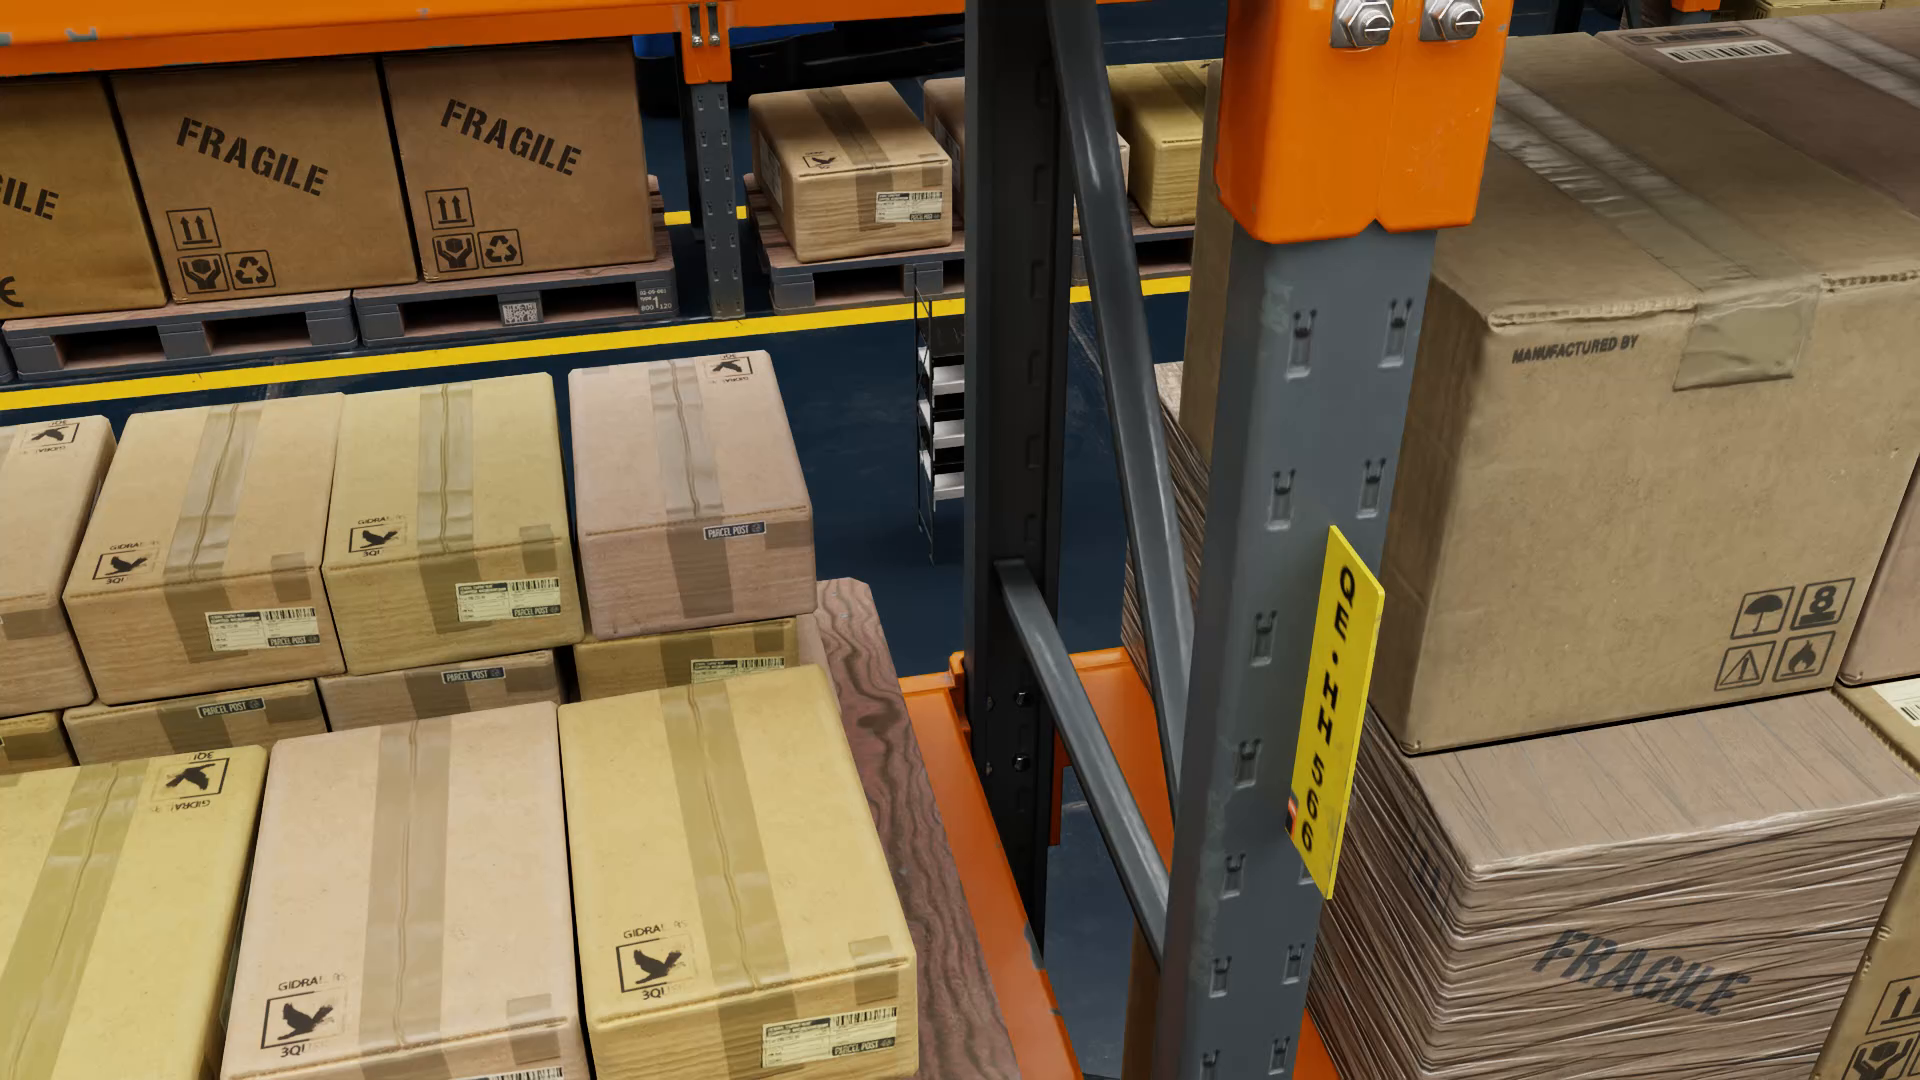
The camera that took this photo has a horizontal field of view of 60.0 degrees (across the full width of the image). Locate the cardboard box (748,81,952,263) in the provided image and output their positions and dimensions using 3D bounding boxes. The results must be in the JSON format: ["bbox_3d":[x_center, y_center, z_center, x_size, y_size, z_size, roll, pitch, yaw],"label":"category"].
[{"bbox_3d":[-0.462,-1.524,6.811,0.625,0.372,0.950,-9,35,-14],"label":"cardboard box"}]

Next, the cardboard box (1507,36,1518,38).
[{"bbox_3d":[2.375,-1.886,7.350,0.625,0.372,0.950,-7,34,-10],"label":"cardboard box"}]

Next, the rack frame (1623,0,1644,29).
[{"bbox_3d":[2.885,-2.870,6.835,0.053,2.616,0.949,-7,35,-11],"label":"rack frame"}]

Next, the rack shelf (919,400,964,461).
[{"bbox_3d":[-0.008,-0.345,5.016,0.200,0.077,0.258,-7,35,-11],"label":"rack shelf"}]

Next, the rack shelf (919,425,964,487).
[{"bbox_3d":[-0.008,-0.270,5.066,0.200,0.077,0.258,-7,35,-11],"label":"rack shelf"}]

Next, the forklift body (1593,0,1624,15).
[{"bbox_3d":[4.242,-4.480,9.996,1.214,2.155,2.313,-7,35,-11],"label":"forklift body"}]

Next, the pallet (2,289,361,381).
[{"bbox_3d":[-2.988,-1.015,6.573,1.213,0.211,1.003,-7,35,-11],"label":"pallet"}]

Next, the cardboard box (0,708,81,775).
[{"bbox_3d":[-1.110,0.158,1.904,0.250,0.149,0.380,-7,35,-10],"label":"cardboard box"}]

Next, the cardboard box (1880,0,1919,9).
[{"bbox_3d":[4.041,-2.211,7.270,0.500,0.500,0.500,-6,34,-9],"label":"cardboard box"}]

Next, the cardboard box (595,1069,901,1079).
[{"bbox_3d":[-0.206,0.416,1.520,0.250,0.149,0.380,-6,34,-10],"label":"cardboard box"}]

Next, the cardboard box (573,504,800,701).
[{"bbox_3d":[-0.340,0.058,2.054,0.250,0.149,0.380,-6,34,-8],"label":"cardboard box"}]

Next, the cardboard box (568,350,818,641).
[{"bbox_3d":[-0.322,-0.064,1.968,0.250,0.149,0.380,-7,35,-10],"label":"cardboard box"}]

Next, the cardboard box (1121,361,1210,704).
[{"bbox_3d":[0.555,0.058,2.382,0.500,0.500,0.500,-7,35,-11],"label":"cardboard box"}]

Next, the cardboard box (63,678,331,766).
[{"bbox_3d":[-0.864,0.127,1.951,0.250,0.149,0.380,-8,35,-12],"label":"cardboard box"}]

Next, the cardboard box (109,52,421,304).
[{"bbox_3d":[-2.578,-1.522,6.356,0.875,0.875,0.875,-7,34,-10],"label":"cardboard box"}]

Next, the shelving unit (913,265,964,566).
[{"bbox_3d":[-0.008,-0.373,4.998,0.210,0.900,0.258,-7,35,-11],"label":"shelving unit"}]

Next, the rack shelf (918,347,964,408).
[{"bbox_3d":[-0.008,-0.494,4.916,0.200,0.077,0.258,-7,35,-11],"label":"rack shelf"}]

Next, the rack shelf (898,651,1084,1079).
[{"bbox_3d":[-1.775,0.846,1.943,4.000,0.370,1.077,-7,35,-11],"label":"rack shelf"}]

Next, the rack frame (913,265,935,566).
[{"bbox_3d":[-0.107,-0.360,4.979,0.006,0.900,0.240,-7,35,-11],"label":"rack frame"}]

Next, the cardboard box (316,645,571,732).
[{"bbox_3d":[-0.605,0.092,2.002,0.250,0.149,0.380,-6,34,-8],"label":"cardboard box"}]

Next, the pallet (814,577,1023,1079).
[{"bbox_3d":[-0.496,0.526,1.946,1.003,0.211,1.213,-7,35,-11],"label":"pallet"}]

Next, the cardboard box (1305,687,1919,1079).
[{"bbox_3d":[0.673,0.351,1.945,0.500,0.500,0.500,-7,34,-10],"label":"cardboard box"}]

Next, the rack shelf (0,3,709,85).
[{"bbox_3d":[-2.966,-1.832,5.934,4.000,0.370,1.077,-7,35,-11],"label":"rack shelf"}]

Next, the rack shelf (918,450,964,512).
[{"bbox_3d":[-0.008,-0.196,5.117,0.200,0.077,0.258,-7,35,-11],"label":"rack shelf"}]

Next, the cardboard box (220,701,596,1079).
[{"bbox_3d":[-0.447,0.323,1.391,0.250,0.149,0.380,-8,35,-11],"label":"cardboard box"}]

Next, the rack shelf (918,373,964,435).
[{"bbox_3d":[-0.008,-0.420,4.966,0.200,0.077,0.258,-7,35,-11],"label":"rack shelf"}]

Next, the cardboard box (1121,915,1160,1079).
[{"bbox_3d":[0.789,1.035,2.658,0.750,0.750,1.050,-8,35,-11],"label":"cardboard box"}]

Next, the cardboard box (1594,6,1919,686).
[{"bbox_3d":[1.108,-0.268,1.971,0.500,0.500,0.700,-8,35,-11],"label":"cardboard box"}]

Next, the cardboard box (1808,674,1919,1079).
[{"bbox_3d":[1.168,0.287,2.041,0.500,0.500,0.500,-7,35,-11],"label":"cardboard box"}]

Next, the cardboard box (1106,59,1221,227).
[{"bbox_3d":[0.997,-1.709,7.087,0.625,0.372,0.950,-6,34,-9],"label":"cardboard box"}]

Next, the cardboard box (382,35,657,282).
[{"bbox_3d":[-1.707,-1.629,6.516,0.875,0.875,0.875,-7,35,-11],"label":"cardboard box"}]

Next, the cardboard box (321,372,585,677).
[{"bbox_3d":[-0.580,-0.030,1.917,0.250,0.149,0.380,-8,35,-12],"label":"cardboard box"}]

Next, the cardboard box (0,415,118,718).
[{"bbox_3d":[-1.078,0.030,1.828,0.250,0.149,0.380,-9,35,-13],"label":"cardboard box"}]

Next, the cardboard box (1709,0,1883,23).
[{"bbox_3d":[3.521,-2.138,7.162,0.500,0.500,0.500,-6,34,-8],"label":"cardboard box"}]

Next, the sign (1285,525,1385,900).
[{"bbox_3d":[0.304,0.147,1.371,0.005,0.325,0.100,-7,35,-11],"label":"sign"}]

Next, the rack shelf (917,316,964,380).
[{"bbox_3d":[-0.008,-0.569,4.866,0.200,0.077,0.258,-7,35,-11],"label":"rack shelf"}]

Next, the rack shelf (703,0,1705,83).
[{"bbox_3d":[0.935,-2.324,6.667,4.000,0.370,1.077,-7,35,-11],"label":"rack shelf"}]

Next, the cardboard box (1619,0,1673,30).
[{"bbox_3d":[3.404,-2.431,7.599,0.500,0.500,0.500,-8,35,-11],"label":"cardboard box"}]

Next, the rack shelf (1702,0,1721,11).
[{"bbox_3d":[4.837,-2.816,7.399,4.000,0.370,1.077,-7,35,-11],"label":"rack shelf"}]

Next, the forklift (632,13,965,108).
[{"bbox_3d":[-0.500,-3.958,8.575,3.031,2.867,1.129,-17,37,-23],"label":"forklift"}]

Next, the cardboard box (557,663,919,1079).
[{"bbox_3d":[-0.202,0.293,1.435,0.250,0.149,0.380,-9,35,-12],"label":"cardboard box"}]

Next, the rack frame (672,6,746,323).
[{"bbox_3d":[-1.015,-2.377,6.100,0.127,3.000,1.000,-7,35,-11],"label":"rack frame"}]

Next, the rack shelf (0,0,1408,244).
[{"bbox_3d":[-1.775,-0.400,1.108,4.000,0.370,1.077,-7,35,-11],"label":"rack shelf"}]

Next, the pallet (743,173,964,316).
[{"bbox_3d":[-0.253,-1.314,7.019,1.213,0.211,1.003,-7,35,-11],"label":"pallet"}]

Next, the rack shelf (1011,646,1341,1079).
[{"bbox_3d":[2.126,0.354,2.676,4.000,0.370,1.077,-7,35,-11],"label":"rack shelf"}]
